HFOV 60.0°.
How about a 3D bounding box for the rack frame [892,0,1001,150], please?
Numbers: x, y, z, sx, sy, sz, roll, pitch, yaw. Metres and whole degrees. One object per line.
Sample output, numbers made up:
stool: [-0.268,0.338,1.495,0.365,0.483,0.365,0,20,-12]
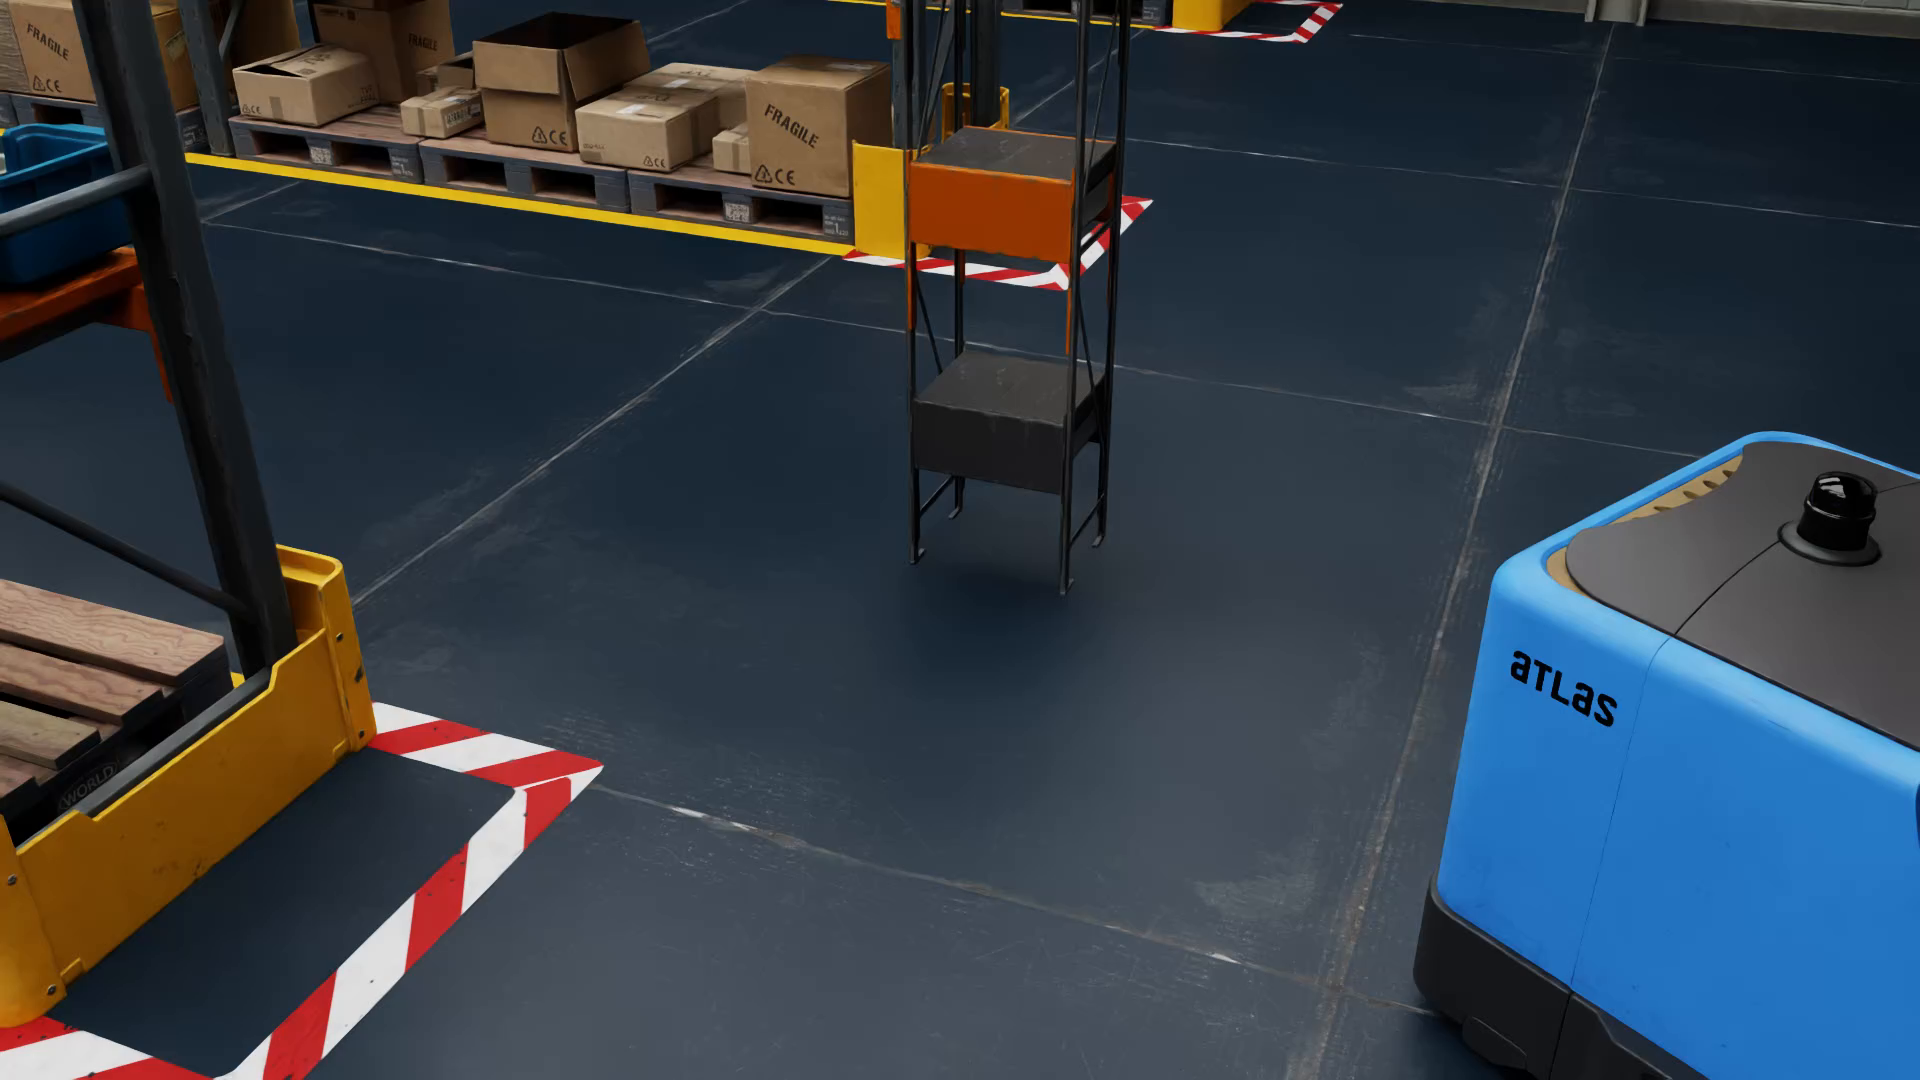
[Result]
rack frame: [-0.048,-2.836,7.219,0.127,3.000,1.000,11,31,19]

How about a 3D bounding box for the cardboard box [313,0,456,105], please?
cardboard box: [-3.120,-2.703,9.077,0.500,0.500,0.500,11,31,19]

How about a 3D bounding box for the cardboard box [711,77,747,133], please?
cardboard box: [-0.908,-2.153,8.358,0.500,0.250,0.500,11,31,19]

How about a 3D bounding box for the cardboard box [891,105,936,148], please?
cardboard box: [-0.307,-2.021,8.226,0.250,0.149,0.380,11,31,19]

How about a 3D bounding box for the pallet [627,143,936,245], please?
pallet: [-0.857,-1.783,8.190,1.213,0.211,1.003,11,31,19]

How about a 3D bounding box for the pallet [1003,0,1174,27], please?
pallet: [1.041,-3.994,12.101,1.213,0.211,1.003,11,31,19]

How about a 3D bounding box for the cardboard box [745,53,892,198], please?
cardboard box: [-0.644,-1.928,7.705,0.500,0.500,0.500,11,31,19]

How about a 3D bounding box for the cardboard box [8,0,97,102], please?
cardboard box: [-4.774,-2.735,9.134,0.500,0.500,0.500,11,31,19]

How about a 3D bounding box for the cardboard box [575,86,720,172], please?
cardboard box: [-1.513,-2.008,8.102,0.500,0.250,0.500,11,31,19]

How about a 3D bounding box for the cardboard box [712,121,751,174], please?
cardboard box: [-0.986,-1.898,7.992,0.250,0.166,0.380,11,31,19]

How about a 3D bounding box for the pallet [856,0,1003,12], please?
pallet: [-0.086,-4.220,12.502,1.213,0.211,1.003,11,31,19]

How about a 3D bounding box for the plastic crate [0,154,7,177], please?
plastic crate: [-2.285,-0.782,3.793,0.298,0.136,0.250,11,31,19]

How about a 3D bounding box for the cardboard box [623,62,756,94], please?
cardboard box: [-1.372,-2.245,8.521,0.500,0.250,0.500,11,31,19]

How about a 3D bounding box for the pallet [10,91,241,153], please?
pallet: [-4.522,-2.495,9.450,1.213,0.211,1.003,11,31,19]

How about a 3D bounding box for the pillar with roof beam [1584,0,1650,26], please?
pillar with roof beam: [3.020,-5.639,6.081,0.400,9.000,9.100,11,31,19]

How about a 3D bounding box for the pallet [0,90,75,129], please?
pallet: [-5.657,-2.720,9.848,1.213,0.211,1.003,11,31,19]

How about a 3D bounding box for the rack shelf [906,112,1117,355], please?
rack shelf: [0.153,-0.872,4.686,0.480,0.518,0.431,11,31,19]

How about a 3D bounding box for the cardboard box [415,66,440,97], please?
cardboard box: [-2.750,-2.508,9.089,0.250,0.149,0.380,11,31,19]

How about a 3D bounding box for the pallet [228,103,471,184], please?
pallet: [-3.118,-2.234,8.989,1.213,0.211,1.003,11,31,19]

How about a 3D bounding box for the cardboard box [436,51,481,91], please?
cardboard box: [-2.425,-2.482,8.878,0.500,0.311,0.500,11,31,19]

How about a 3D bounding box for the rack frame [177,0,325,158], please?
rack frame: [-3.754,-3.576,8.528,0.127,3.000,1.000,11,31,19]

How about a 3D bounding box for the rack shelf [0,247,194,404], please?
rack shelf: [-3.767,-0.635,4.056,4.000,0.370,1.077,11,31,19]

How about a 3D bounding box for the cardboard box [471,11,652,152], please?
cardboard box: [-2.011,-2.335,8.423,0.637,0.503,0.797,11,31,19]

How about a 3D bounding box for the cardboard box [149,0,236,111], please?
cardboard box: [-4.319,-2.640,8.965,0.500,0.500,0.500,11,31,19]

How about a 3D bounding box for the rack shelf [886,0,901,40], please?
rack shelf: [-1.901,-2.893,8.051,4.000,0.370,1.077,11,31,19]

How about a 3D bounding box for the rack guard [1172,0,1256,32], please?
rack guard: [1.833,-4.003,11.823,0.348,0.500,1.175,11,31,19]

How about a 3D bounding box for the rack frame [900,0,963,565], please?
rack frame: [-0.073,-0.929,4.759,0.015,2.100,0.400,11,31,19]

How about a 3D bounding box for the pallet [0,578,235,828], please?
pallet: [-2.663,0.466,4.212,1.213,0.211,1.003,11,31,19]

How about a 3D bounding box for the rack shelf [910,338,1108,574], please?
rack shelf: [0.153,-0.262,5.030,0.480,0.518,0.431,11,31,19]

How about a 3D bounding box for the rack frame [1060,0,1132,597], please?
rack frame: [0.379,-0.838,4.599,0.015,2.100,0.400,11,31,19]

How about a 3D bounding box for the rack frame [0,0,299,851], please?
rack frame: [-1.914,-0.578,3.224,0.127,3.000,1.000,11,31,19]

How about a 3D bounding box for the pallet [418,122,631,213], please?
pallet: [-1.984,-2.009,8.591,1.213,0.211,1.003,11,31,19]

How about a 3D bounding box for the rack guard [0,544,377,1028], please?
rack guard: [-1.886,0.509,3.842,0.348,0.500,1.175,11,31,19]

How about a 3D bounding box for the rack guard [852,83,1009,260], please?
rack guard: [-0.118,-1.762,7.859,0.348,0.500,1.175,11,31,19]

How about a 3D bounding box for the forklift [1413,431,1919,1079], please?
forklift: [2.258,0.123,2.054,1.130,2.935,3.031,-21,36,-33]

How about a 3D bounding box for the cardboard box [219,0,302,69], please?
cardboard box: [-4.111,-2.880,9.390,0.500,0.500,0.500,10,31,17]

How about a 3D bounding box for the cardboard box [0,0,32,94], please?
cardboard box: [-5.239,-2.828,9.298,0.500,0.500,0.500,12,32,20]

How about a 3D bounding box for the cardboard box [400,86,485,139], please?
cardboard box: [-2.641,-2.202,8.530,0.250,0.166,0.380,11,31,19]

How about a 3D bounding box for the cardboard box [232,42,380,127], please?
cardboard box: [-3.447,-2.421,8.770,0.500,0.311,0.500,11,31,19]

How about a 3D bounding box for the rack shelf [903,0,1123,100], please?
rack shelf: [0.153,-1.481,4.341,0.480,0.518,0.431,11,31,19]

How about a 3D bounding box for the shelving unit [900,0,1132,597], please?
shelving unit: [0.153,-0.883,4.679,0.503,2.100,0.431,11,31,19]

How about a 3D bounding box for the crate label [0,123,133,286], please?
crate label: [-2.019,-0.727,3.597,0.303,0.233,0.416,11,31,19]
